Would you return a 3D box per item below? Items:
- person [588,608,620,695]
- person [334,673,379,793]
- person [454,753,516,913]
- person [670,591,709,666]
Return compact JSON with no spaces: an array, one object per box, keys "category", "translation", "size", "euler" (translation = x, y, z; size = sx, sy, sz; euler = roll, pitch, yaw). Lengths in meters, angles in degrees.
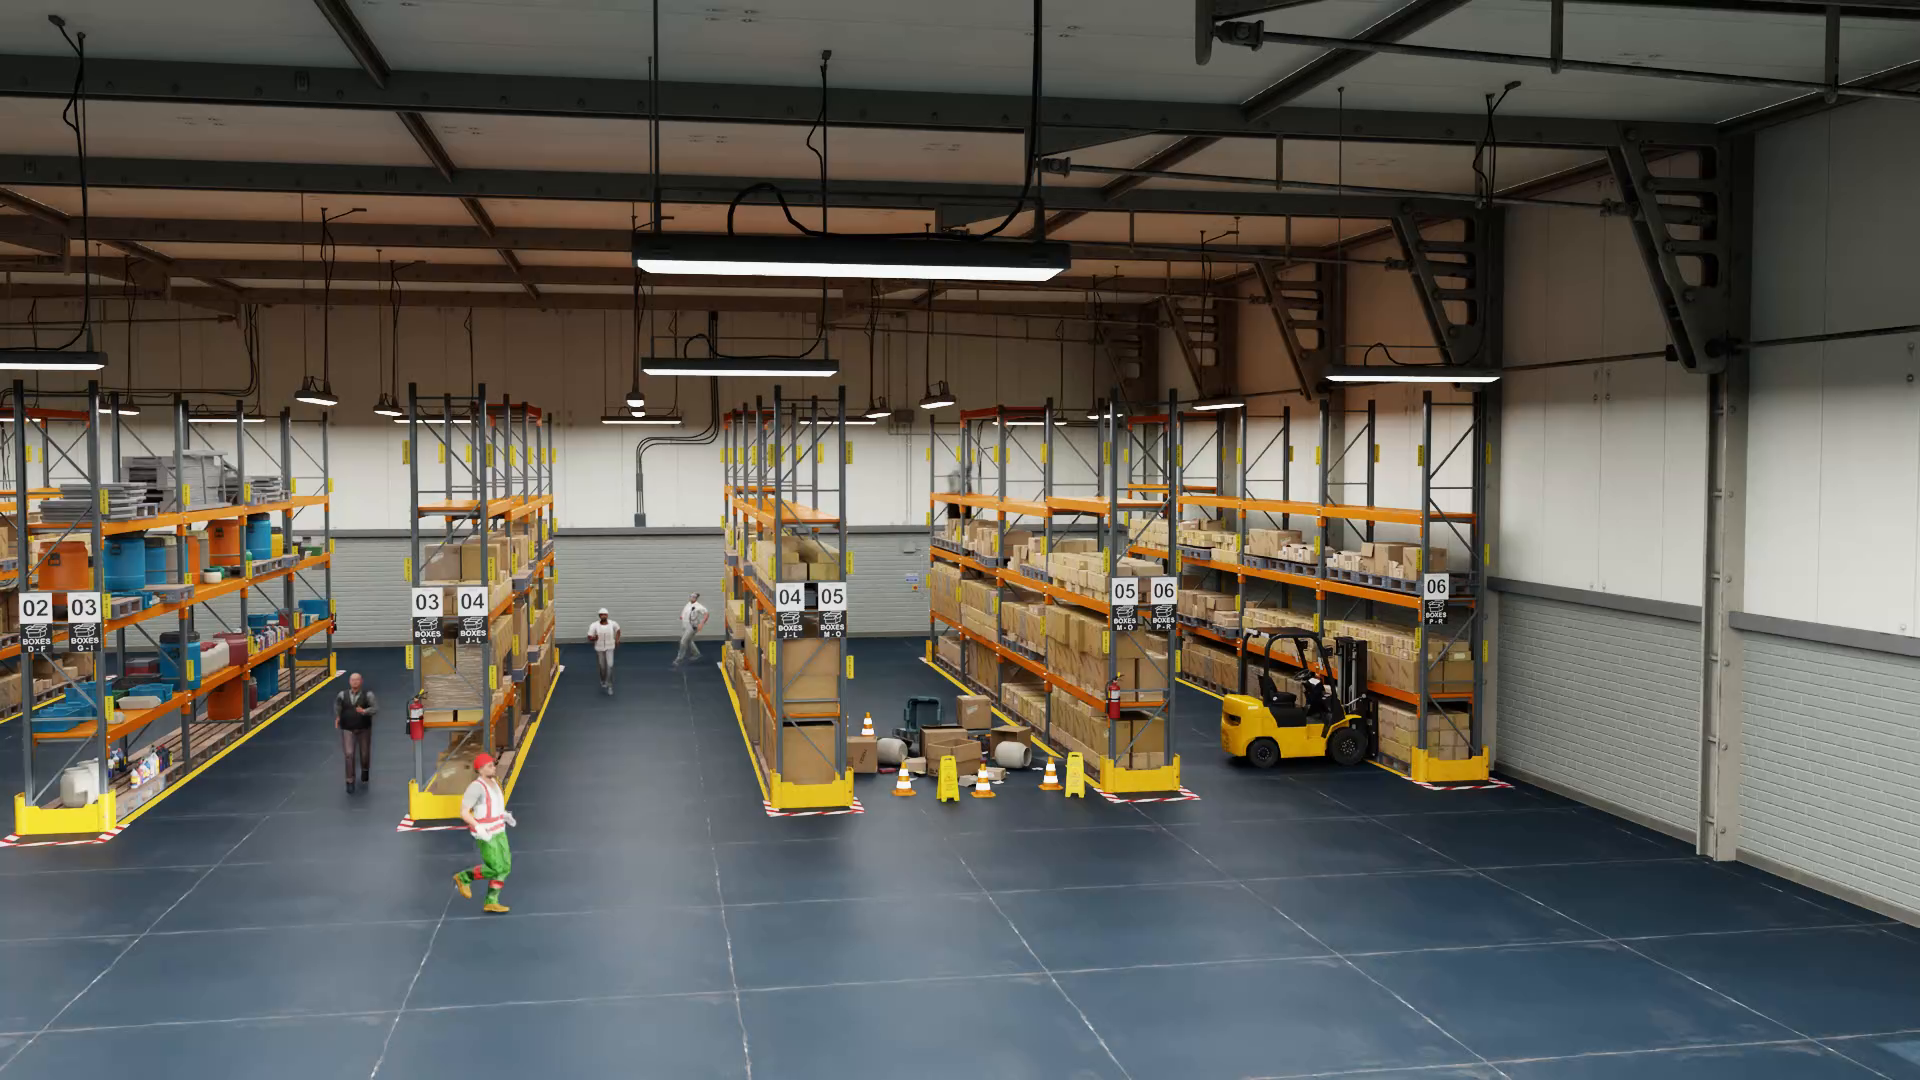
[{"category":"person","translation":[-7.509,2.346,35.095],"size":[0.676,1.831,0.787],"euler":[-1,3,-11]},{"category":"person","translation":[-9.044,2.854,24.910],"size":[0.652,1.714,0.960],"euler":[-1,3,-16]},{"category":"person","translation":[-5.230,3.209,18.264],"size":[0.606,1.740,0.658],"euler":[1,3,15]},{"category":"person","translation":[-6.494,2.104,39.803],"size":[0.921,1.765,0.706],"euler":[-2,4,-40]}]
